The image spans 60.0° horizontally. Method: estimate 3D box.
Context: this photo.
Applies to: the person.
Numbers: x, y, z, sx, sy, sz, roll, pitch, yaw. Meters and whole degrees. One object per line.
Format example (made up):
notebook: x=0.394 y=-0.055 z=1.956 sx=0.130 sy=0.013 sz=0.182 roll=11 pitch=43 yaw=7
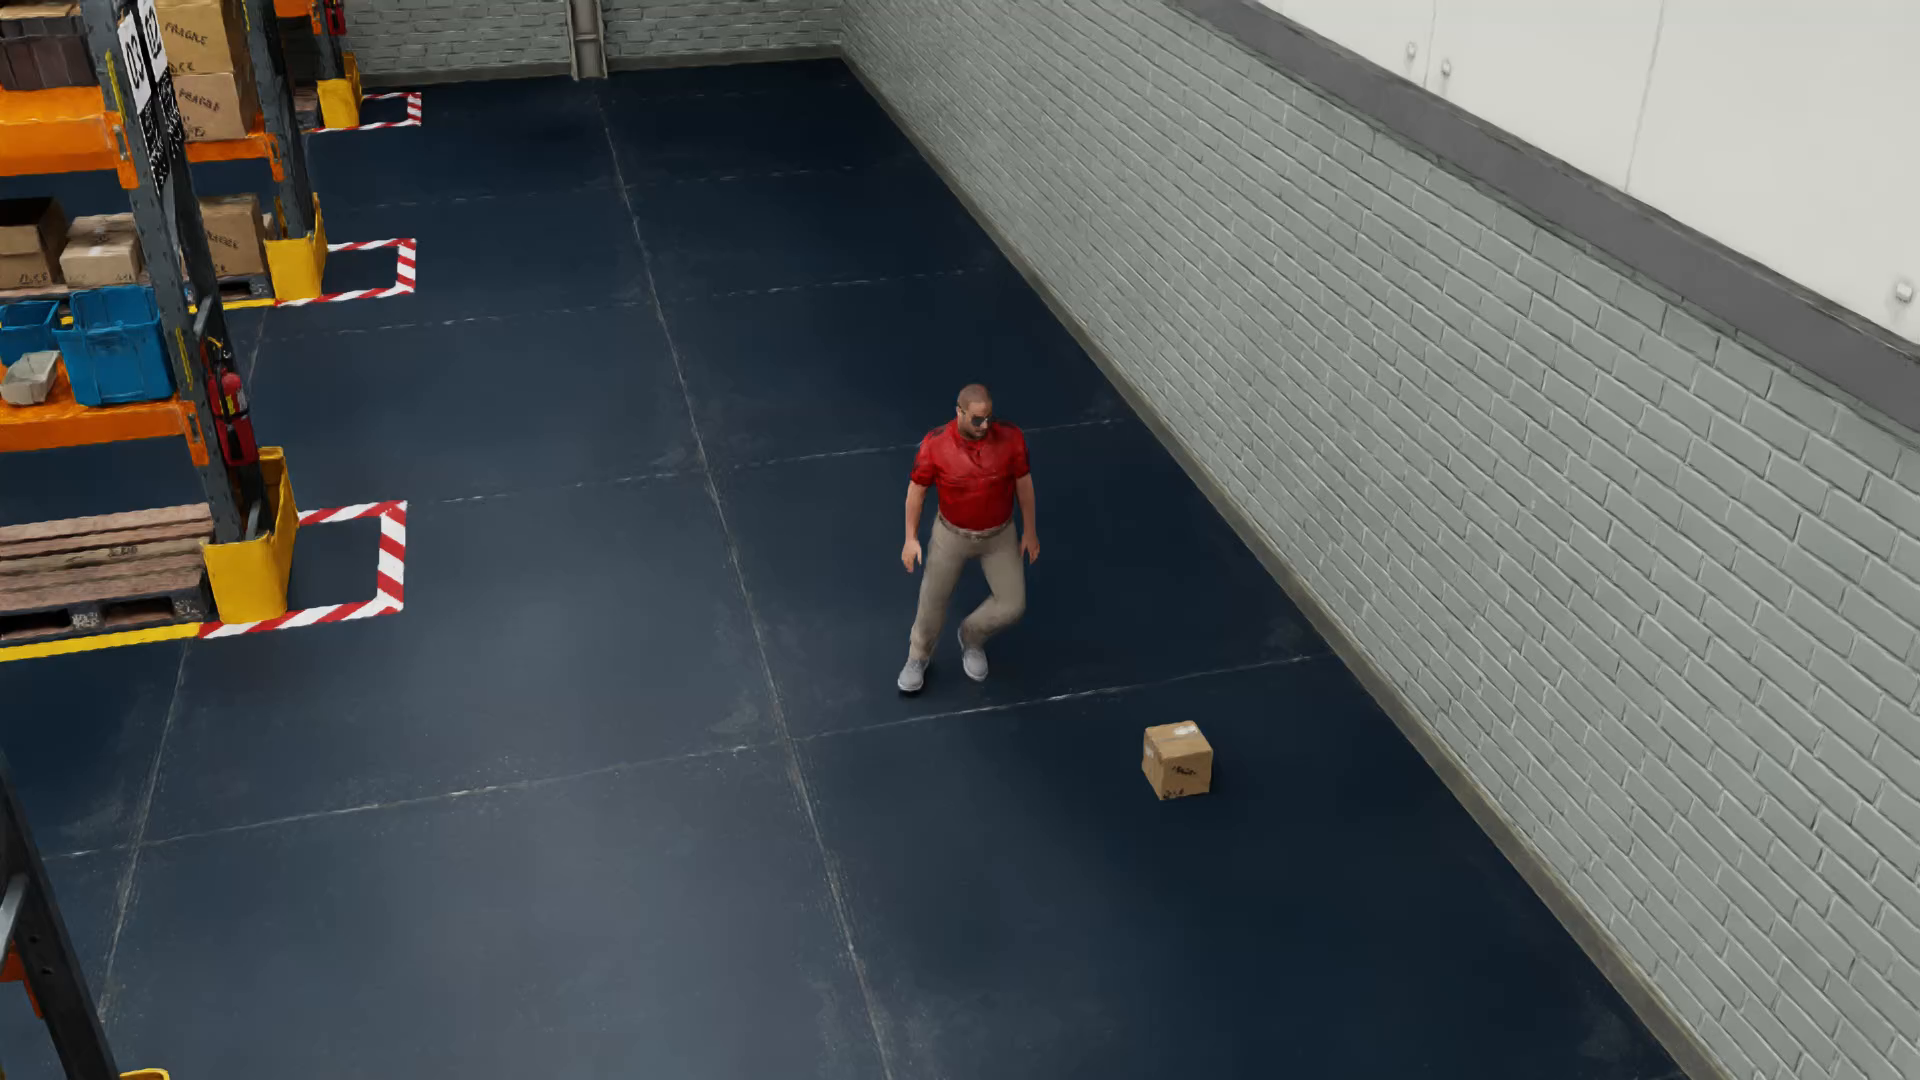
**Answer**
person: x=0.033 y=-0.022 z=8.260 sx=0.726 sy=1.711 sz=0.412 roll=-5 pitch=30 yaw=-8
